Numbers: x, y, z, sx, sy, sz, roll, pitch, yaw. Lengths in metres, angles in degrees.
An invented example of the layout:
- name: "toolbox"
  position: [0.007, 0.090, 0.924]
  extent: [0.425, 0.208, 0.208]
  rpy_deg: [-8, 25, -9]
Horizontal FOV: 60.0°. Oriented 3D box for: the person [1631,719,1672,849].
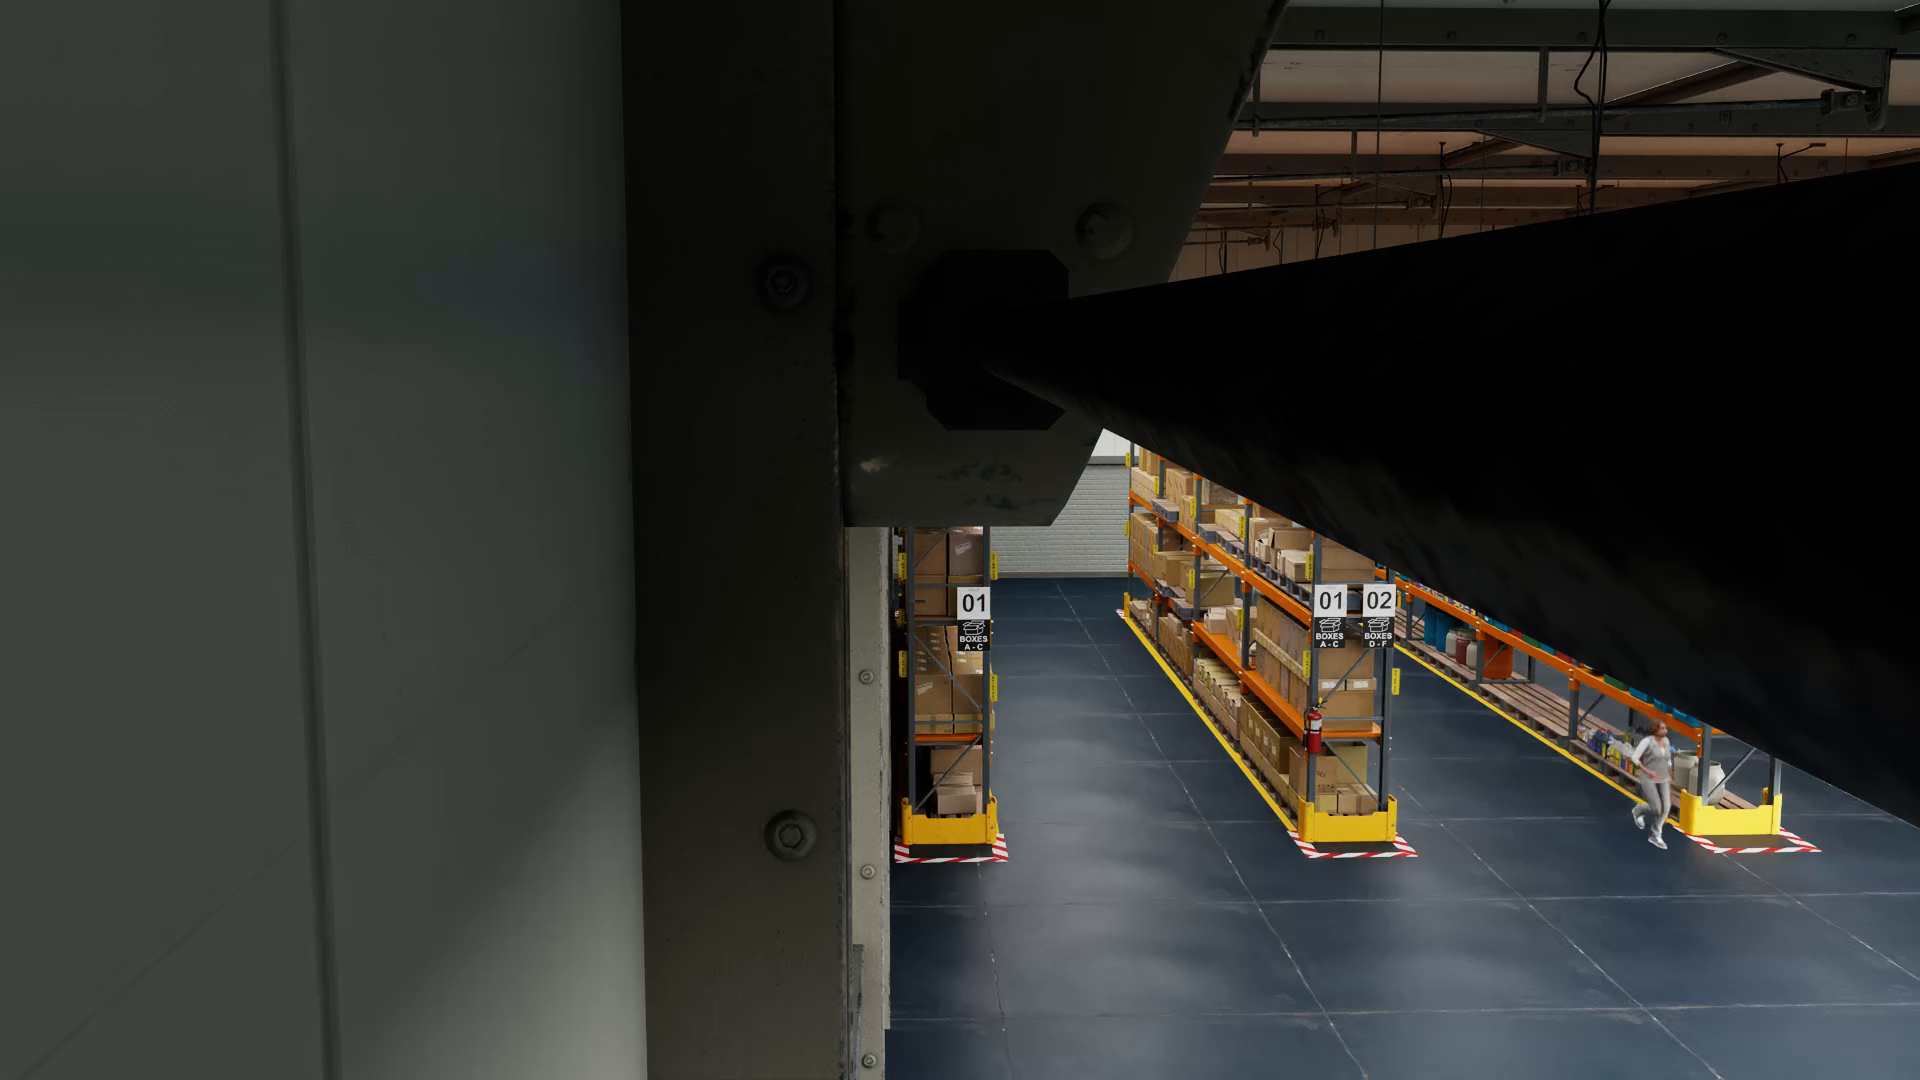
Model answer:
- name: "person"
  position: [8.514, 2.960, 20.454]
  extent: [0.575, 1.577, 0.578]
  rpy_deg: [-2, 8, -14]
